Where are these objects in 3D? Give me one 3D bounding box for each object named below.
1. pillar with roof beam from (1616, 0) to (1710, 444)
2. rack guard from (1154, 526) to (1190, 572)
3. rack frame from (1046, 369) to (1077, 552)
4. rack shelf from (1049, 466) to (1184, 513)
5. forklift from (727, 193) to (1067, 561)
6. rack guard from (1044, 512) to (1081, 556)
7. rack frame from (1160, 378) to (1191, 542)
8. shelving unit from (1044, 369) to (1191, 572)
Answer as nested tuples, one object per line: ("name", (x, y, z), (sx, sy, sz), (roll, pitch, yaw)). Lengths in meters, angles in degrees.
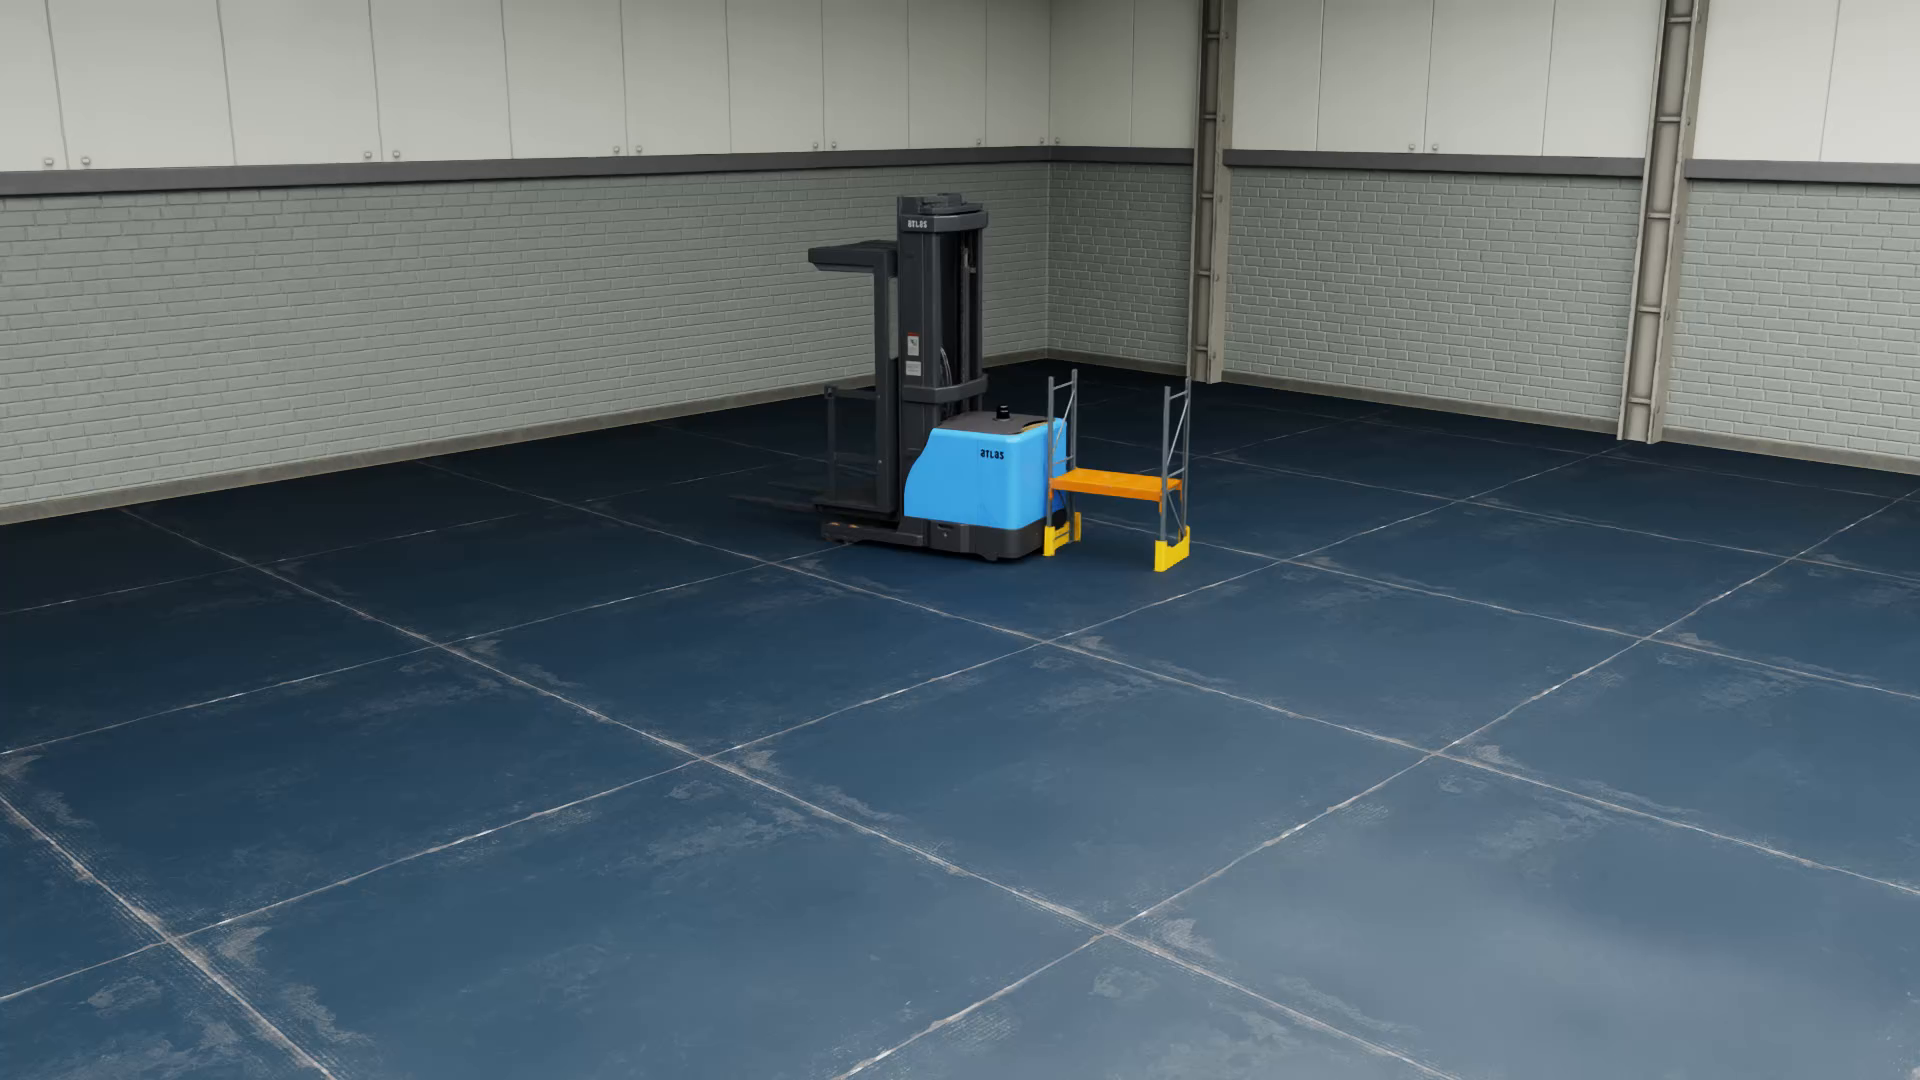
("pillar with roof beam", (4.680, -4.704, 14.639), (0.400, 9.000, 9.100), (14, 20, 42))
("rack guard", (1.746, 0.069, 13.673), (0.087, 0.250, 0.587), (8, 17, 28))
("rack frame", (0.855, -0.659, 13.987), (0.032, 1.500, 0.500), (8, 17, 28))
("rack shelf", (1.301, -0.423, 13.796), (1.000, 0.185, 0.538), (8, 17, 28))
("forklift", (-0.622, -1.489, 14.332), (3.031, 2.935, 1.130), (8, 17, 28))
("rack guard", (0.872, -0.052, 14.135), (0.087, 0.250, 0.587), (8, 17, 28))
("rack frame", (1.747, -0.536, 13.515), (0.032, 1.500, 0.500), (8, 17, 28))
("shelving unit", (1.309, -0.596, 13.747), (1.083, 1.500, 0.587), (8, 17, 28))
